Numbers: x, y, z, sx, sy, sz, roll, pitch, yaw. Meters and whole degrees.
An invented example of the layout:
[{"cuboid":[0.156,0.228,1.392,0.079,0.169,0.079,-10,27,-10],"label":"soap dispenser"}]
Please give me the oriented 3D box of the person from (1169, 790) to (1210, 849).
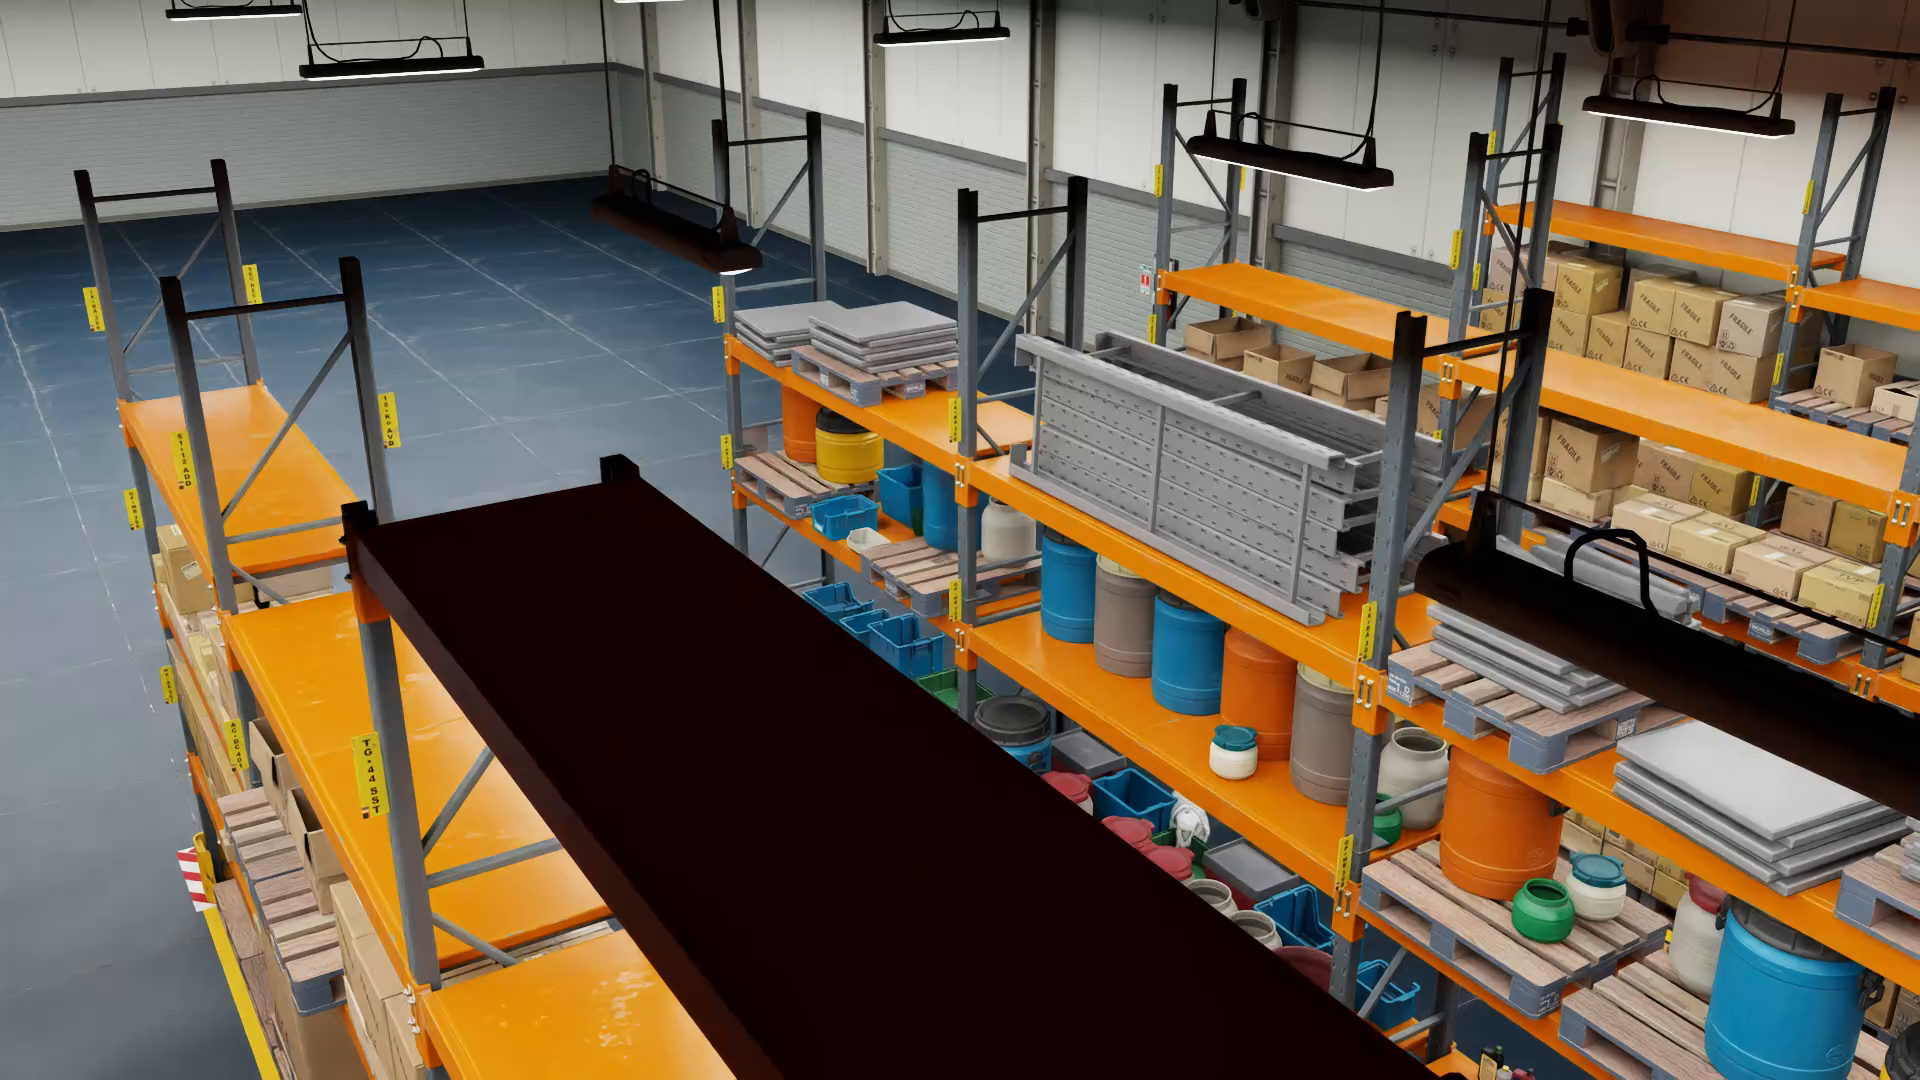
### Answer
[{"cuboid":[1.647,2.431,12.428,0.397,1.718,0.492,2,22,5],"label":"person"}]
